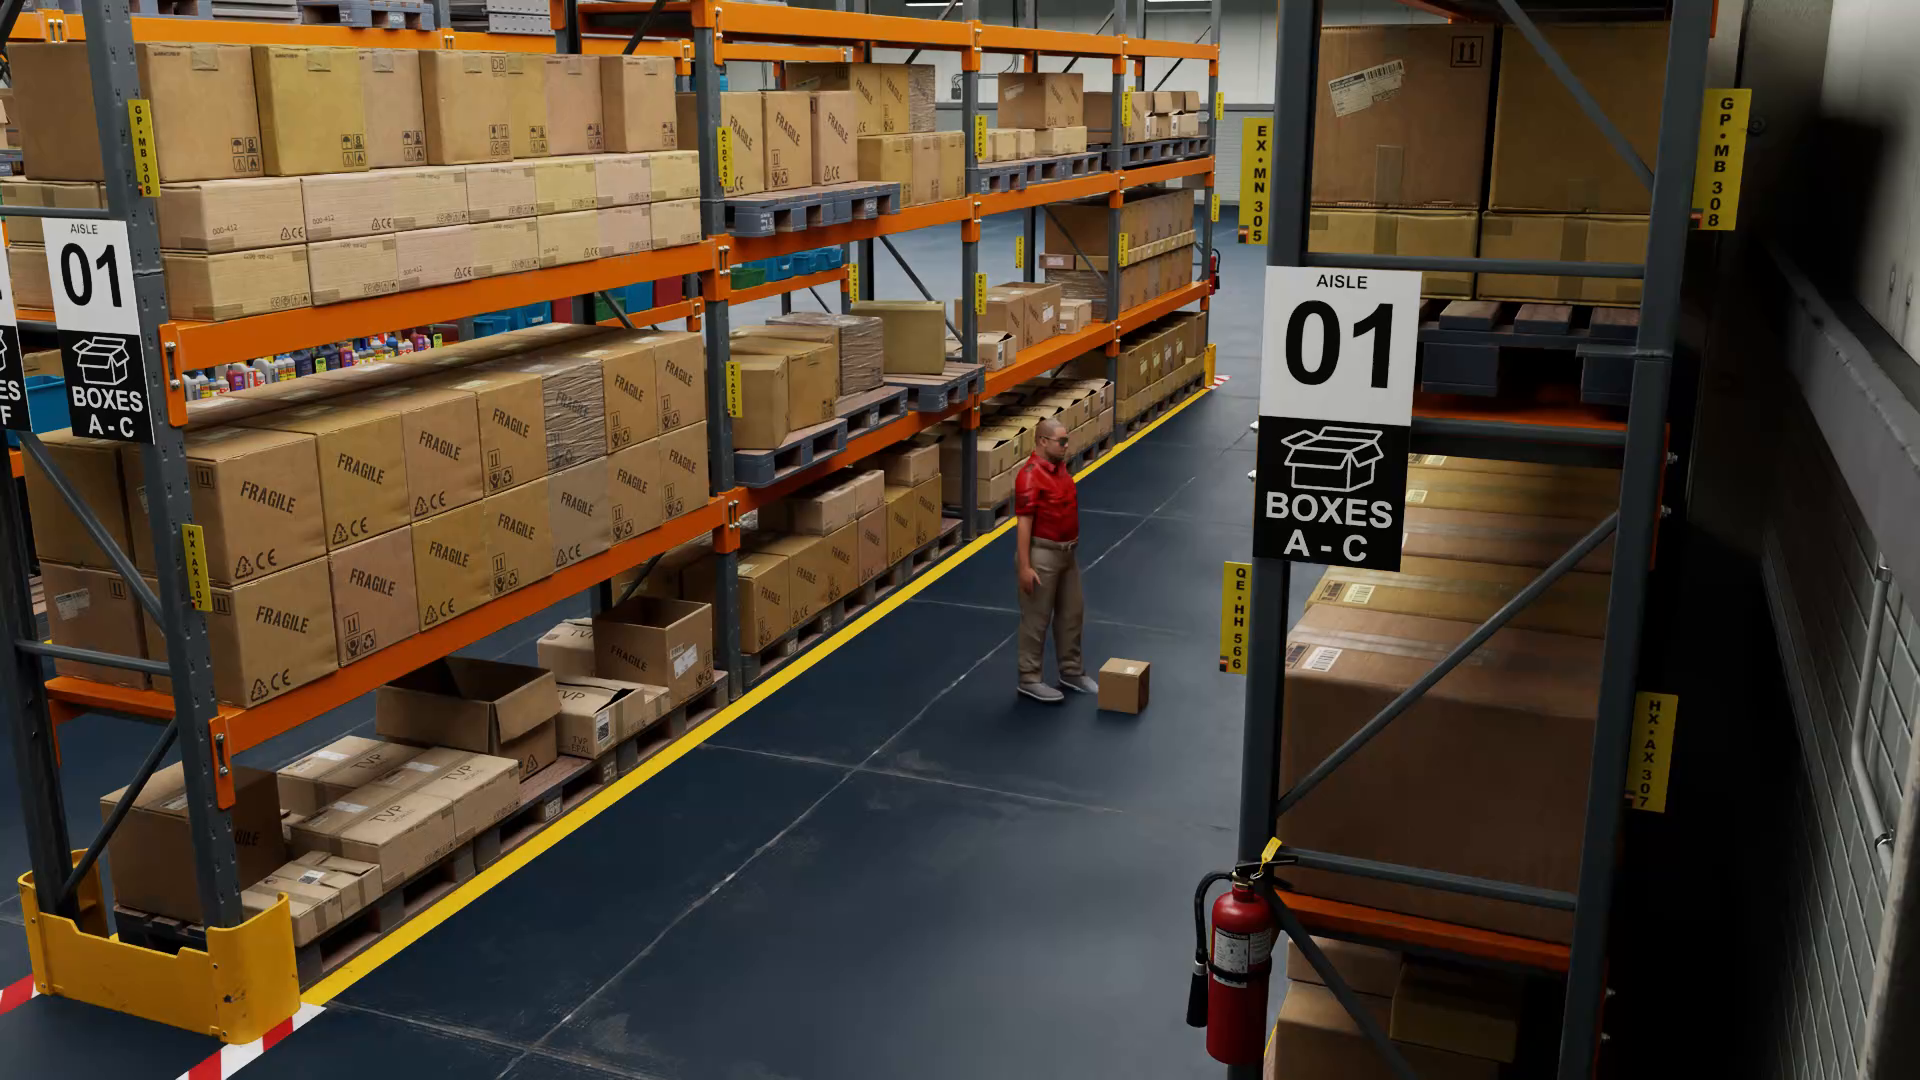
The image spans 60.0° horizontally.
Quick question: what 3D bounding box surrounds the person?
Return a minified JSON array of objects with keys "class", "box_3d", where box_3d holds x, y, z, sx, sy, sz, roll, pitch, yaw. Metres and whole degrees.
[{"class":"person","box_3d":[0.597,0.145,10.052,0.483,1.759,0.579,9,18,30]}]
